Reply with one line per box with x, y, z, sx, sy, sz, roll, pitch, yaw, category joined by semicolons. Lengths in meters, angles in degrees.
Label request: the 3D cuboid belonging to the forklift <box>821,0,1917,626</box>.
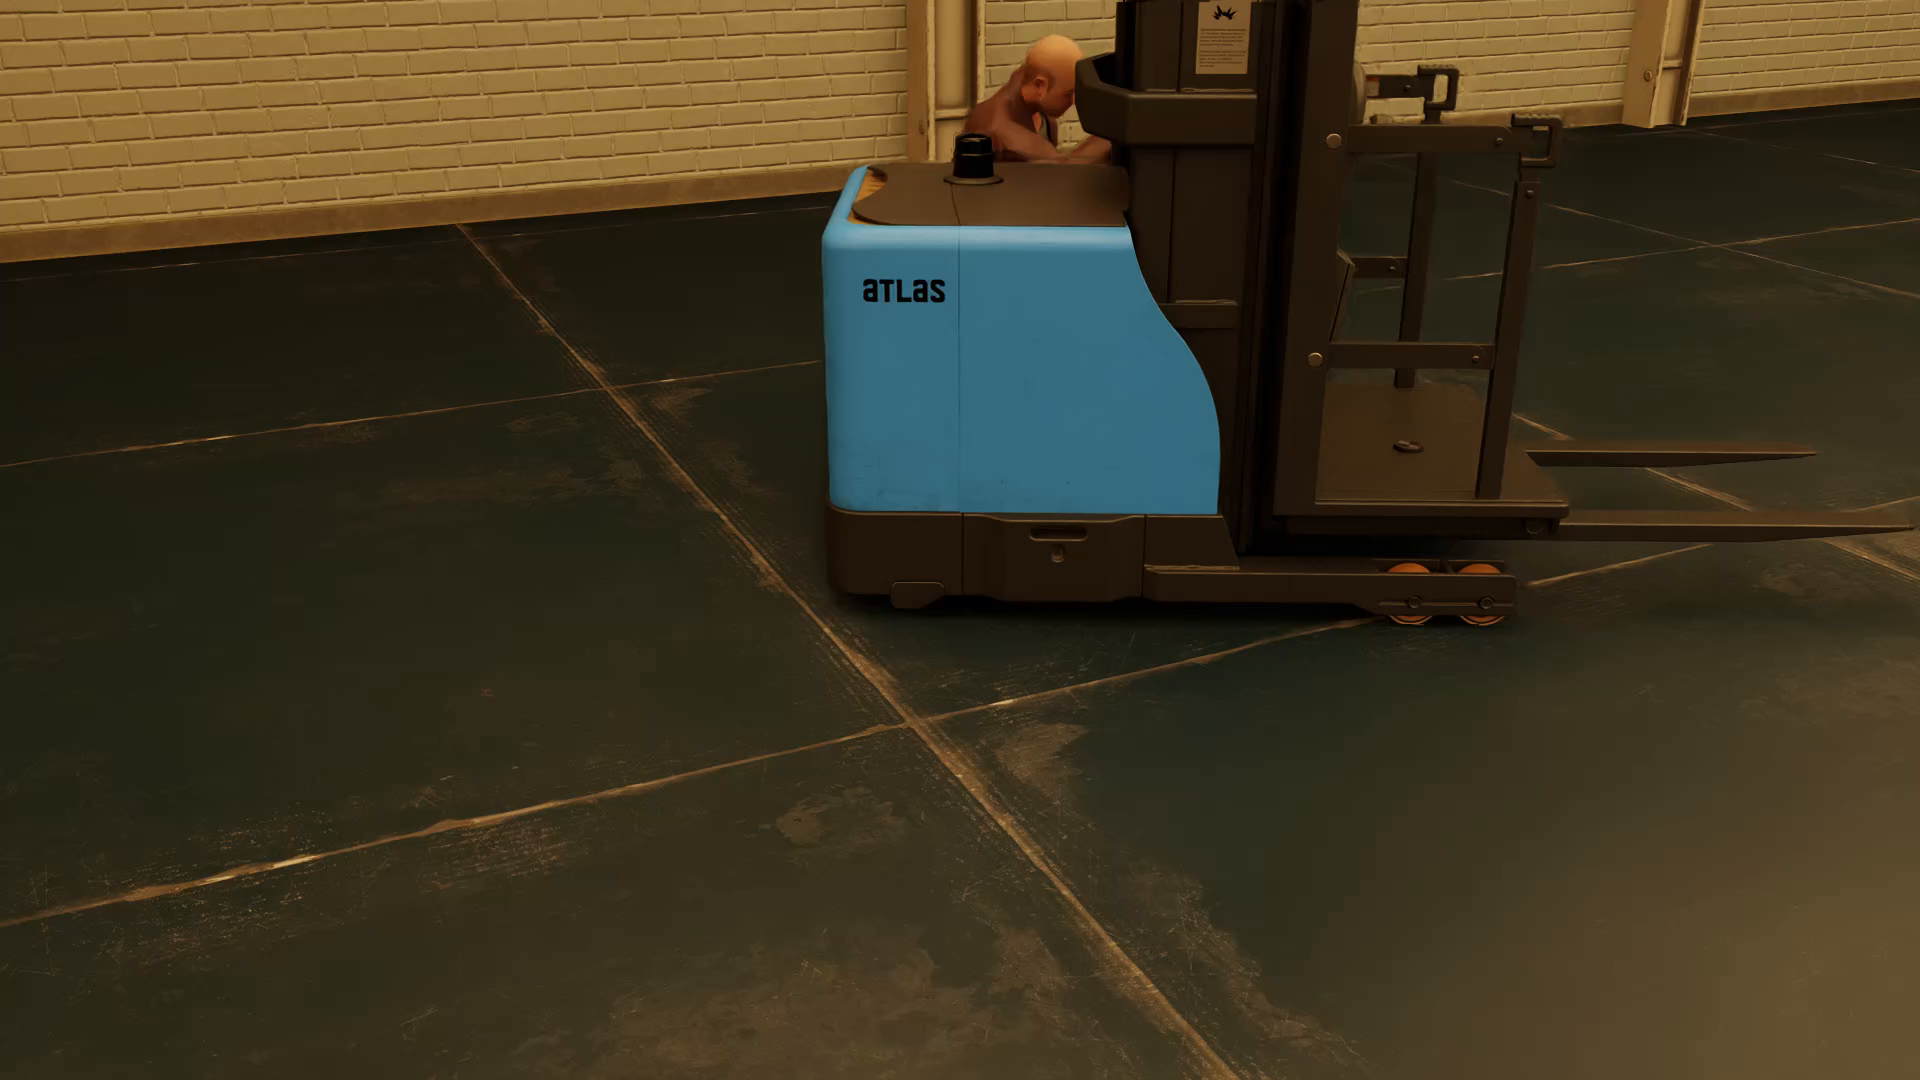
1.154;-1.326;4.478;3.031;2.935;1.130;0;23;1;forklift

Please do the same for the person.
0.343;-1.034;5.805;0.748;1.431;1.463;12;25;26;person
